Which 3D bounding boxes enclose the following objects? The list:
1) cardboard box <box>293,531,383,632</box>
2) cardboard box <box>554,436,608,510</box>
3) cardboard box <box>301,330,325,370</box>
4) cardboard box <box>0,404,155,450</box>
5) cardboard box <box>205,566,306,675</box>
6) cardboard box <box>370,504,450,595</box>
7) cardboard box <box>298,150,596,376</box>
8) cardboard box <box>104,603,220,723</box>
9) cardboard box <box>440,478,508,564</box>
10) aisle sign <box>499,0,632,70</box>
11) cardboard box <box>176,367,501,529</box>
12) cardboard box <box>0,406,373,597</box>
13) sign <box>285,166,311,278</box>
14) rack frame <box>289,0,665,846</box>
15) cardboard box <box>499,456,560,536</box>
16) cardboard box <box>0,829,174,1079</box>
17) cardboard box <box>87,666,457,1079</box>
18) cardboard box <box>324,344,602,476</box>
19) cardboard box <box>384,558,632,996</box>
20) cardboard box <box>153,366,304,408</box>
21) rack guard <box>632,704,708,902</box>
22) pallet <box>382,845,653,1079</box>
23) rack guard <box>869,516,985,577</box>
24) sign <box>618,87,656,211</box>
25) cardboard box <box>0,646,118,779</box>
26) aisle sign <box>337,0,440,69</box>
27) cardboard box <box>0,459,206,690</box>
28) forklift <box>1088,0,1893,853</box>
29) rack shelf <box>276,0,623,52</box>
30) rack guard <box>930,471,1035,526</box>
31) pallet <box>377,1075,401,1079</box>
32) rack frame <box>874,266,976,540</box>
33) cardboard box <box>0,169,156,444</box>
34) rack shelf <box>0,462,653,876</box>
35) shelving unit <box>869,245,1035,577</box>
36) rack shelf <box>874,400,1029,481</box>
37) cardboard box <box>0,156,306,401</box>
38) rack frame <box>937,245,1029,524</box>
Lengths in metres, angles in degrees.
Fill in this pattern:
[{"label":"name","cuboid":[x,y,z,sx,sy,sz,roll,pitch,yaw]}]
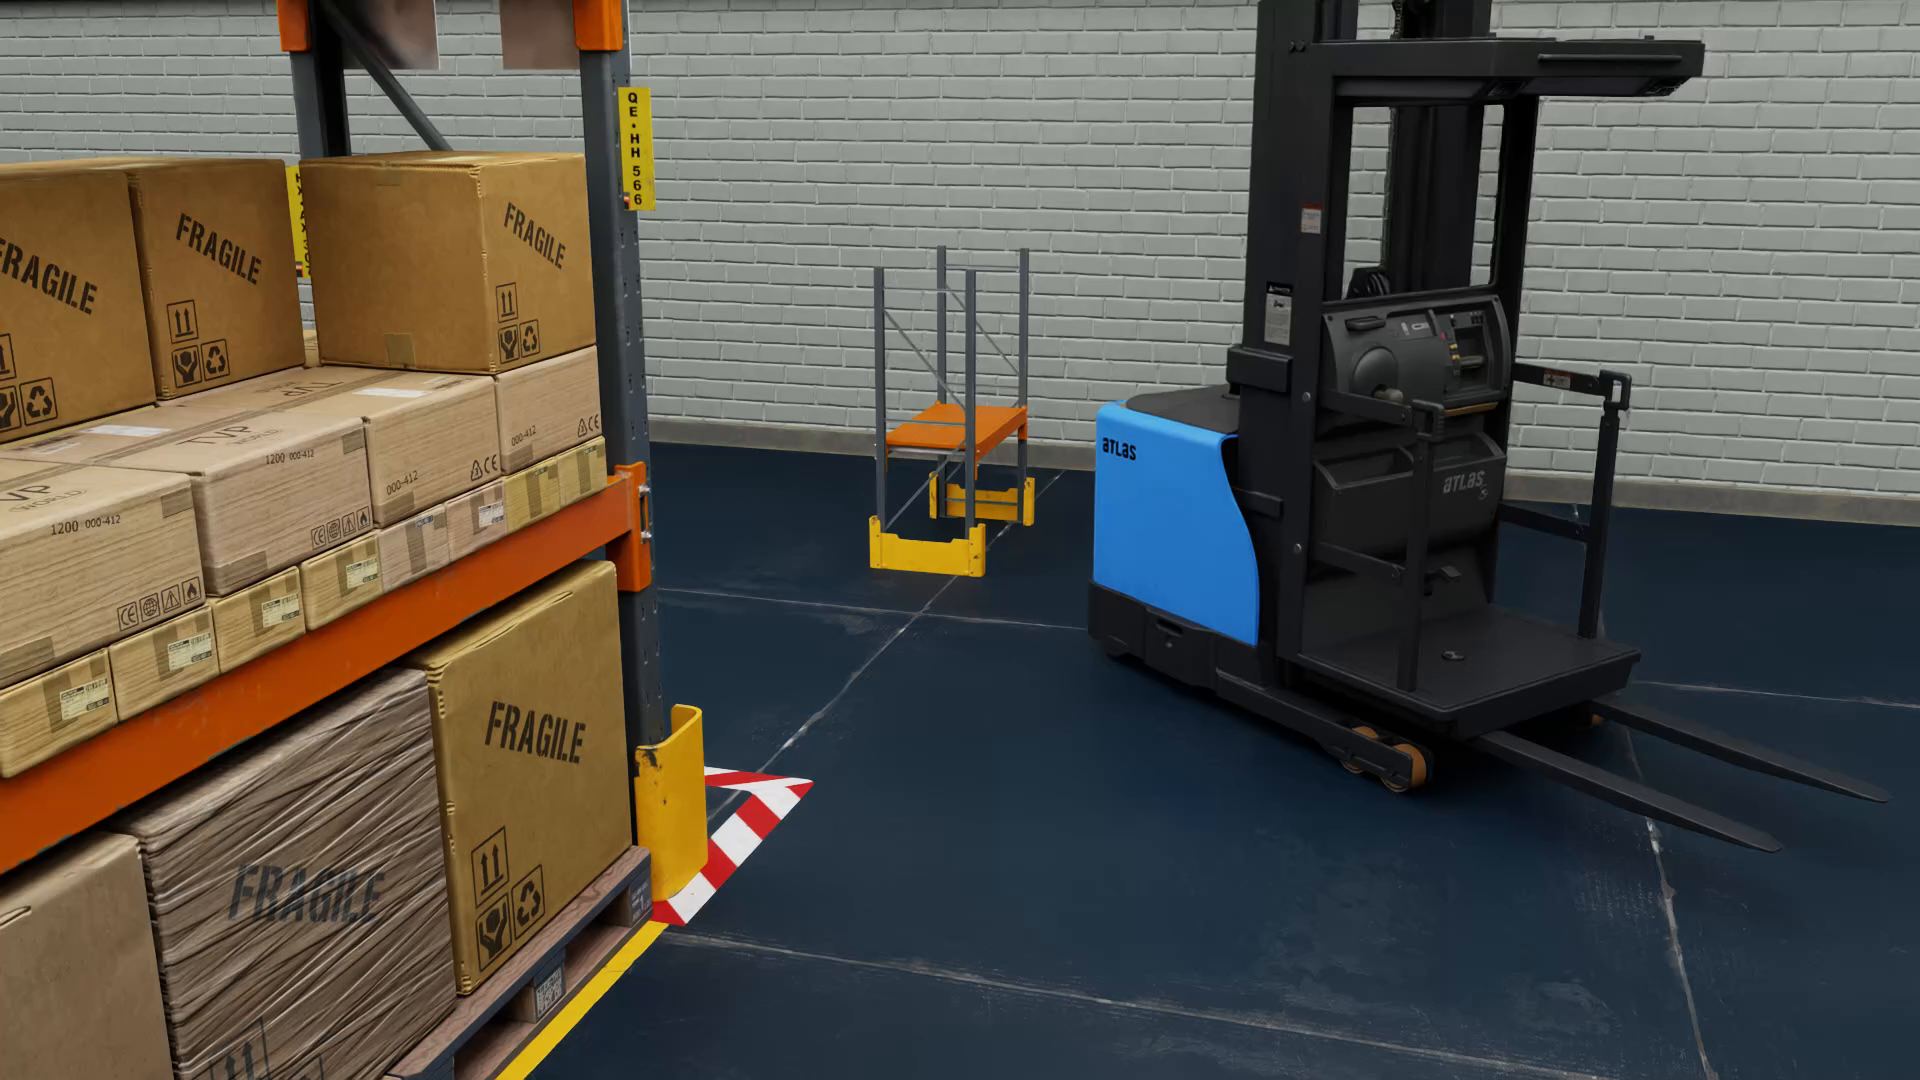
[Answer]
[{"label":"cardboard box","cuboid":[-1.470,0.072,3.539,0.380,0.149,0.250,4,16,15]},{"label":"cardboard box","cuboid":[-1.182,-0.195,4.482,0.380,0.149,0.250,5,17,17]},{"label":"cardboard box","cuboid":[-1.791,-0.401,4.477,0.500,0.250,0.500,4,16,14]},{"label":"cardboard box","cuboid":[-2.079,-0.134,3.533,0.500,0.250,0.500,4,16,14]},{"label":"cardboard box","cuboid":[-1.544,0.140,3.300,0.380,0.149,0.250,5,16,16]},{"label":"cardboard box","cuboid":[-1.398,0.004,3.779,0.380,0.149,0.250,5,17,17]},{"label":"cardboard box","cuboid":[-1.282,-0.719,4.222,0.500,0.500,0.500,5,17,17]},{"label":"cardboard box","cuboid":[-1.616,0.205,3.072,0.380,0.149,0.250,5,17,17]},{"label":"cardboard box","cuboid":[-1.327,-0.061,4.009,0.380,0.149,0.250,5,16,16]},{"label":"aisle sign","cuboid":[-1.088,-1.681,4.495,0.394,0.787,0.004,5,16,16]},{"label":"cardboard box","cuboid":[-1.424,-0.226,3.858,0.500,0.250,0.500,4,16,15]},{"label":"cardboard box","cuboid":[-1.568,-0.093,3.389,0.500,0.250,0.500,4,16,14]},{"label":"sign","cuboid":[-1.926,-0.934,4.894,0.100,0.325,0.005,5,16,16]},{"label":"rack frame","cuboid":[-1.396,-0.435,4.866,1.000,3.000,0.127,5,16,16]},{"label":"cardboard box","cuboid":[-1.254,-0.127,4.241,0.380,0.149,0.250,5,17,16]},{"label":"cardboard box","cuboid":[-2.013,1.030,2.826,0.875,0.875,0.875,5,16,16]},{"label":"cardboard box","cuboid":[-1.760,0.797,3.647,0.875,0.875,0.875,5,16,16]},{"label":"cardboard box","cuboid":[-1.279,-0.359,4.326,0.500,0.250,0.500,4,16,15]},{"label":"cardboard box","cuboid":[-1.501,0.559,4.486,0.875,0.875,0.875,5,16,16]},{"label":"cardboard box","cuboid":[-1.933,-0.265,3.996,0.500,0.250,0.500,4,16,15]},{"label":"rack guard","cuboid":[-1.389,0.761,5.229,1.175,0.500,0.348,5,16,16]},{"label":"pallet","cuboid":[-1.548,1.122,4.487,1.003,0.211,1.213,5,16,16]},{"label":"rack guard","cuboid":[-0.163,0.030,8.266,0.587,0.250,0.087,5,16,16]},{"label":"sign","cuboid":[-0.880,-1.060,4.514,0.100,0.325,0.005,5,16,16]},{"label":"cardboard box","cuboid":[-1.688,0.273,2.831,0.380,0.149,0.250,4,16,14]},{"label":"aisle sign","cuboid":[-1.663,-1.728,4.660,0.394,0.787,0.004,5,16,16]},{"label":"cardboard box","cuboid":[-1.712,0.044,2.907,0.500,0.250,0.500,5,16,16]},{"label":"forklift","cuboid":[1.789,-0.685,5.872,1.130,2.935,3.031,-10,19,-32]},{"label":"rack shelf","cuboid":[-1.964,-1.009,2.710,1.077,0.370,4.000,5,16,16]},{"label":"rack guard","cuboid":[0.120,-0.231,9.184,0.587,0.250,0.087,5,16,16]},{"label":"pallet","cuboid":[-1.897,1.440,3.366,1.003,0.211,1.213,5,16,16]},{"label":"rack frame","cuboid":[-0.169,-0.566,8.077,0.500,1.500,0.032,5,16,16]},{"label":"cardboard box","cuboid":[-2.075,-0.495,3.434,0.500,0.500,0.500,4,16,14]},{"label":"rack shelf","cuboid":[-1.964,0.434,3.119,1.077,0.370,4.000,5,16,16]},{"label":"shelving unit","cuboid":[-0.022,-0.702,8.554,0.587,1.500,1.083,5,16,16]},{"label":"rack shelf","cuboid":[-0.024,-0.526,8.595,0.538,0.185,1.000,5,16,16]},{"label":"cardboard box","cuboid":[-1.933,-0.631,3.913,0.500,0.500,0.500,4,16,15]},{"label":"rack frame","cuboid":[0.120,-0.832,9.015,0.500,1.500,0.032,5,16,16]}]
